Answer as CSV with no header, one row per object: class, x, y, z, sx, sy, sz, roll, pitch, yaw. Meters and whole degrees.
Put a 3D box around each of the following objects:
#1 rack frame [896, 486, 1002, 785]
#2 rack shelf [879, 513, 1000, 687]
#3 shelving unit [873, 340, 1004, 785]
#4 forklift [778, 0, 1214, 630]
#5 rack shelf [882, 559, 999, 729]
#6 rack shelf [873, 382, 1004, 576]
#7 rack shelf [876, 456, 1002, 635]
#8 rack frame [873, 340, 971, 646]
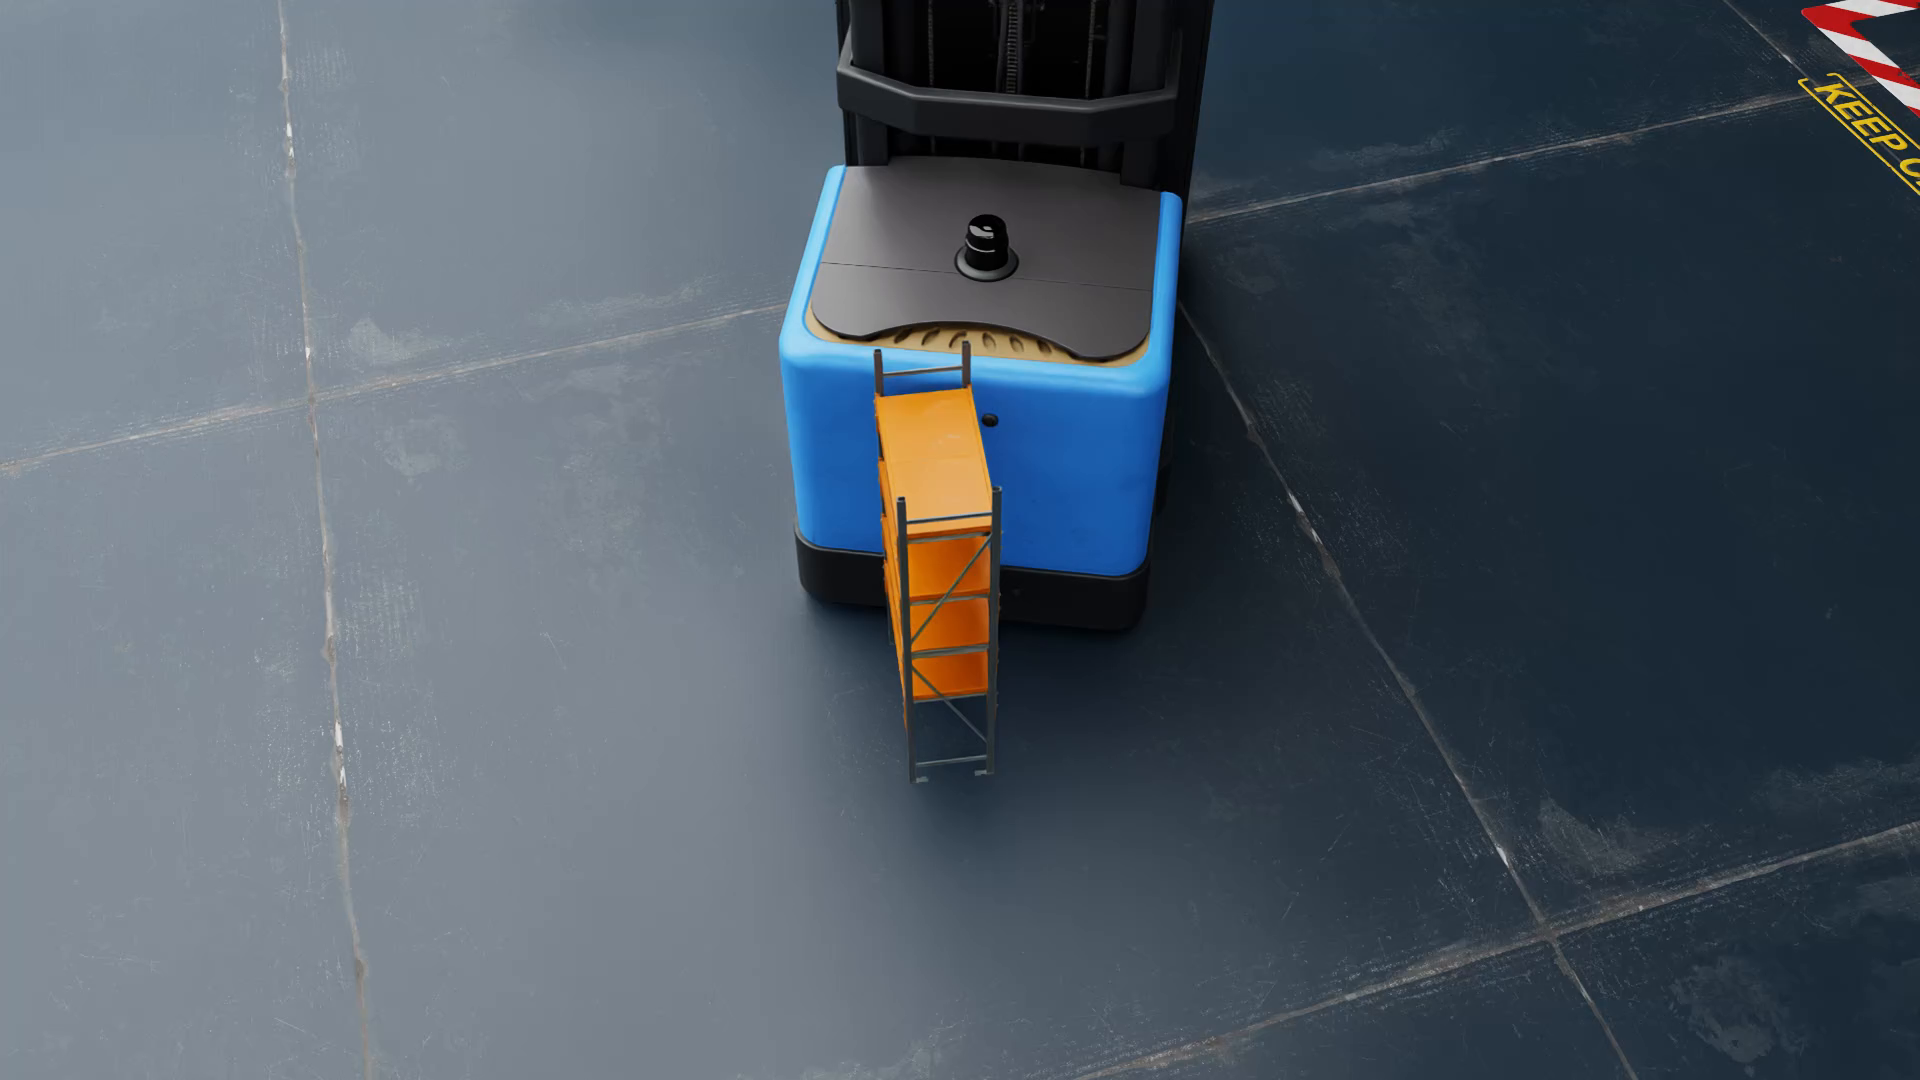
rack frame,-0.025,0.282,4.228,0.240,1.200,0.015,-6,50,-5
rack shelf,-0.059,0.141,4.435,0.258,0.148,0.480,-6,50,-5
shelving unit,-0.059,0.097,4.383,0.258,1.200,0.503,-6,50,-5
forklift,0.215,-1.820,4.867,1.130,2.935,3.031,6,50,5
rack shelf,-0.059,0.269,4.587,0.258,0.148,0.480,-6,50,-5
rack shelf,-0.059,-0.156,4.083,0.258,0.148,0.480,-6,50,-5
rack shelf,-0.059,-0.004,4.264,0.258,0.148,0.480,-6,50,-5
rack frame,-0.093,-0.087,4.539,0.240,1.200,0.015,-6,50,-5
